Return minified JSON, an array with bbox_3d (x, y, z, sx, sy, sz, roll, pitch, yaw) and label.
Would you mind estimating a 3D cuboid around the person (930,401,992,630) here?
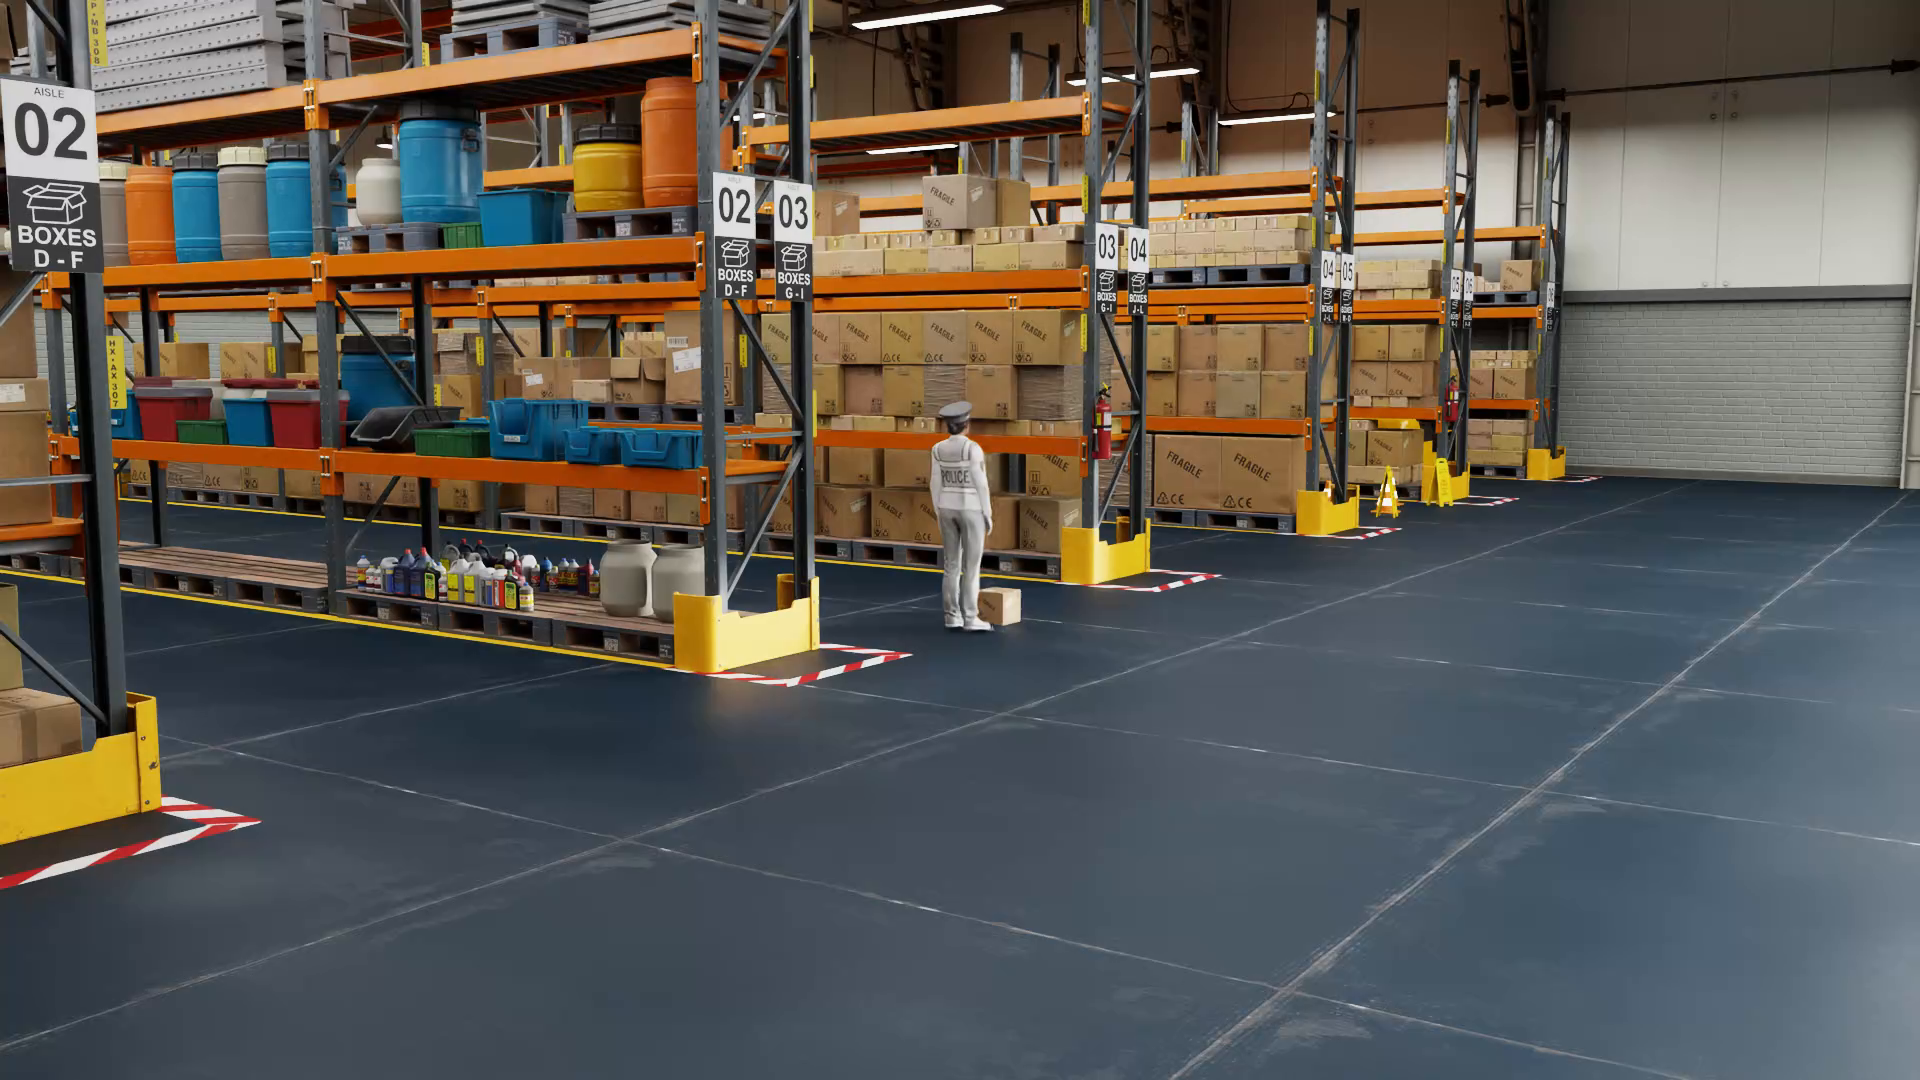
[{"bbox_3d":[0.003,-0.179,12.299,0.489,1.695,0.363,4,8,34],"label":"person"}]
